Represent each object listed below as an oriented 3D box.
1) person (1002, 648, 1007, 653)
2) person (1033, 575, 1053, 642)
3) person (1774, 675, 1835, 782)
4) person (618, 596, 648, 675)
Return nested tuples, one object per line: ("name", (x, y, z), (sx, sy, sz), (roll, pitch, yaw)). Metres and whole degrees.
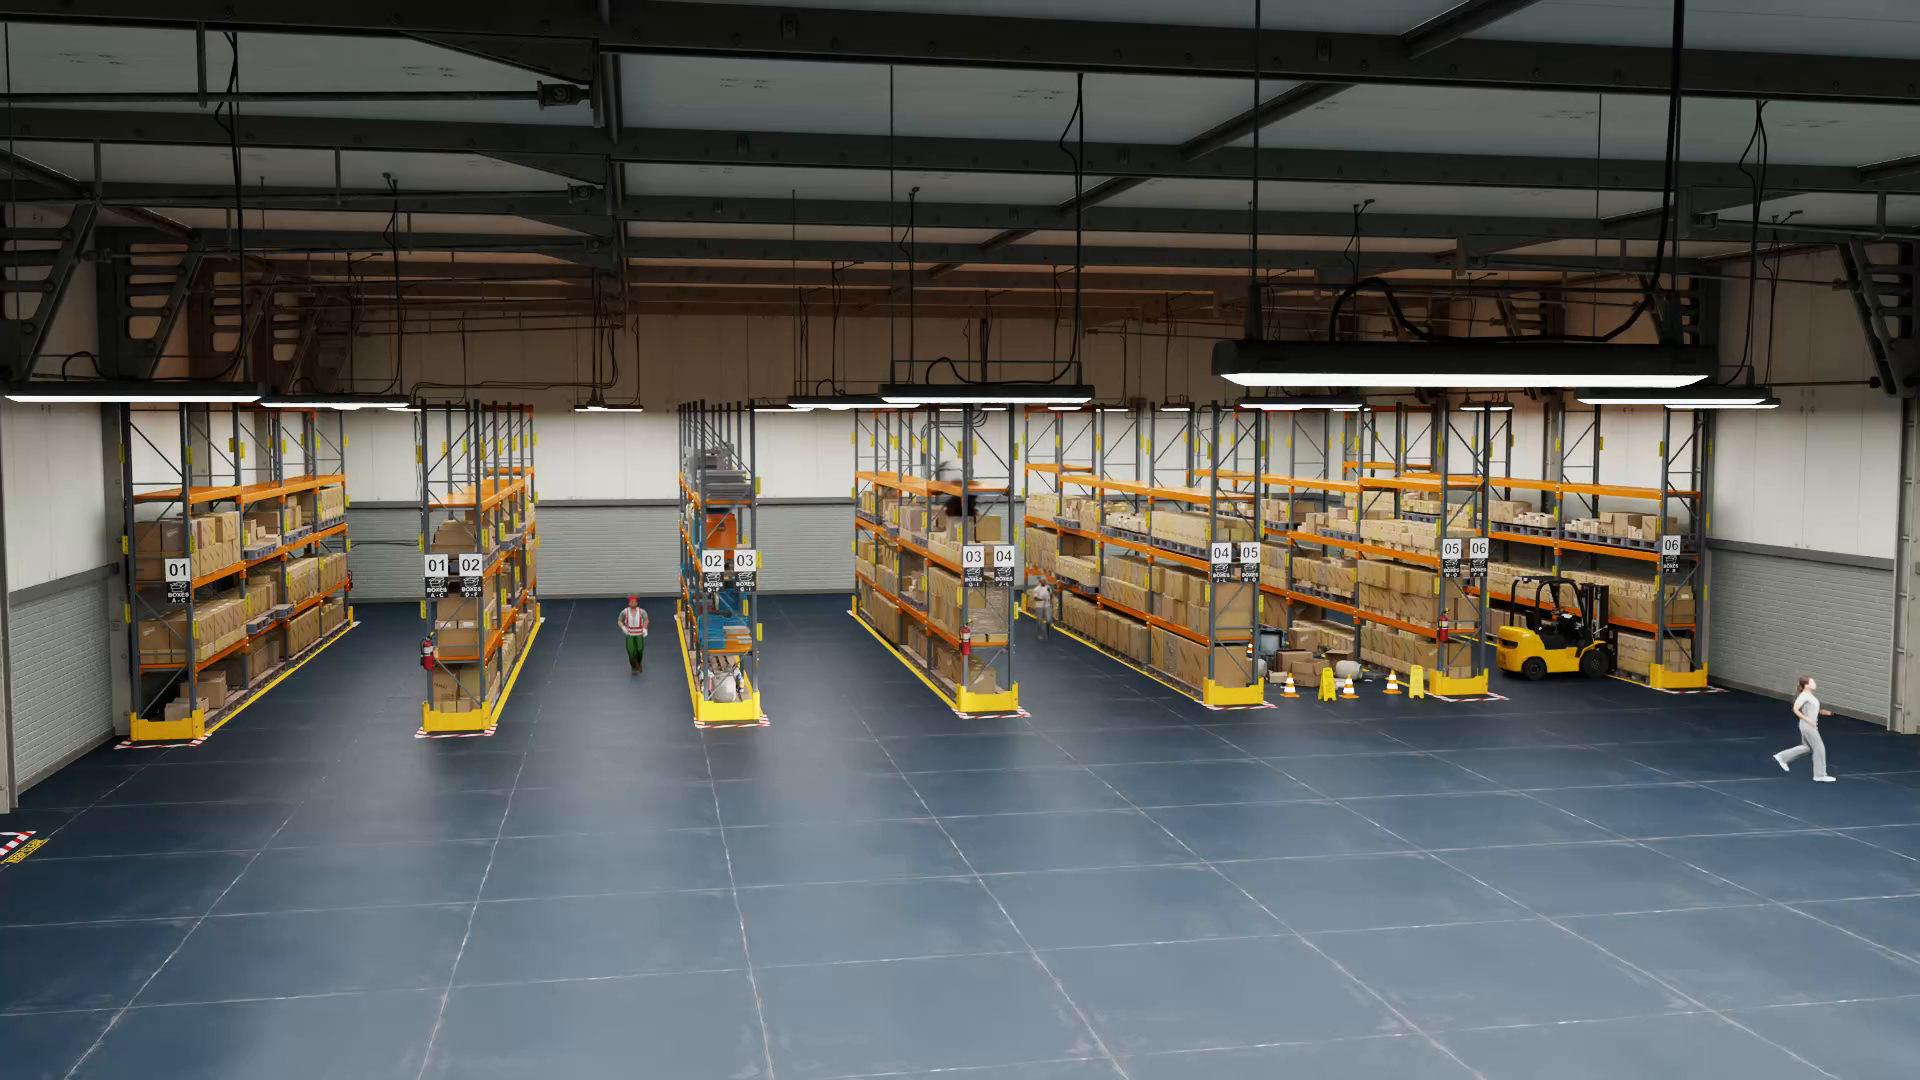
("person", (0.928, 1.824, 40.231), (0.606, 1.726, 0.809), (-1, 5, -17))
("person", (2.114, 1.725, 41.888), (0.543, 1.710, 0.698), (-1, 4, -9))
("person", (13.237, 2.941, 26.026), (0.881, 1.622, 0.577), (3, 5, 33))
("person", (-7.161, 2.092, 36.460), (0.659, 1.745, 0.572), (-1, 4, -12))
